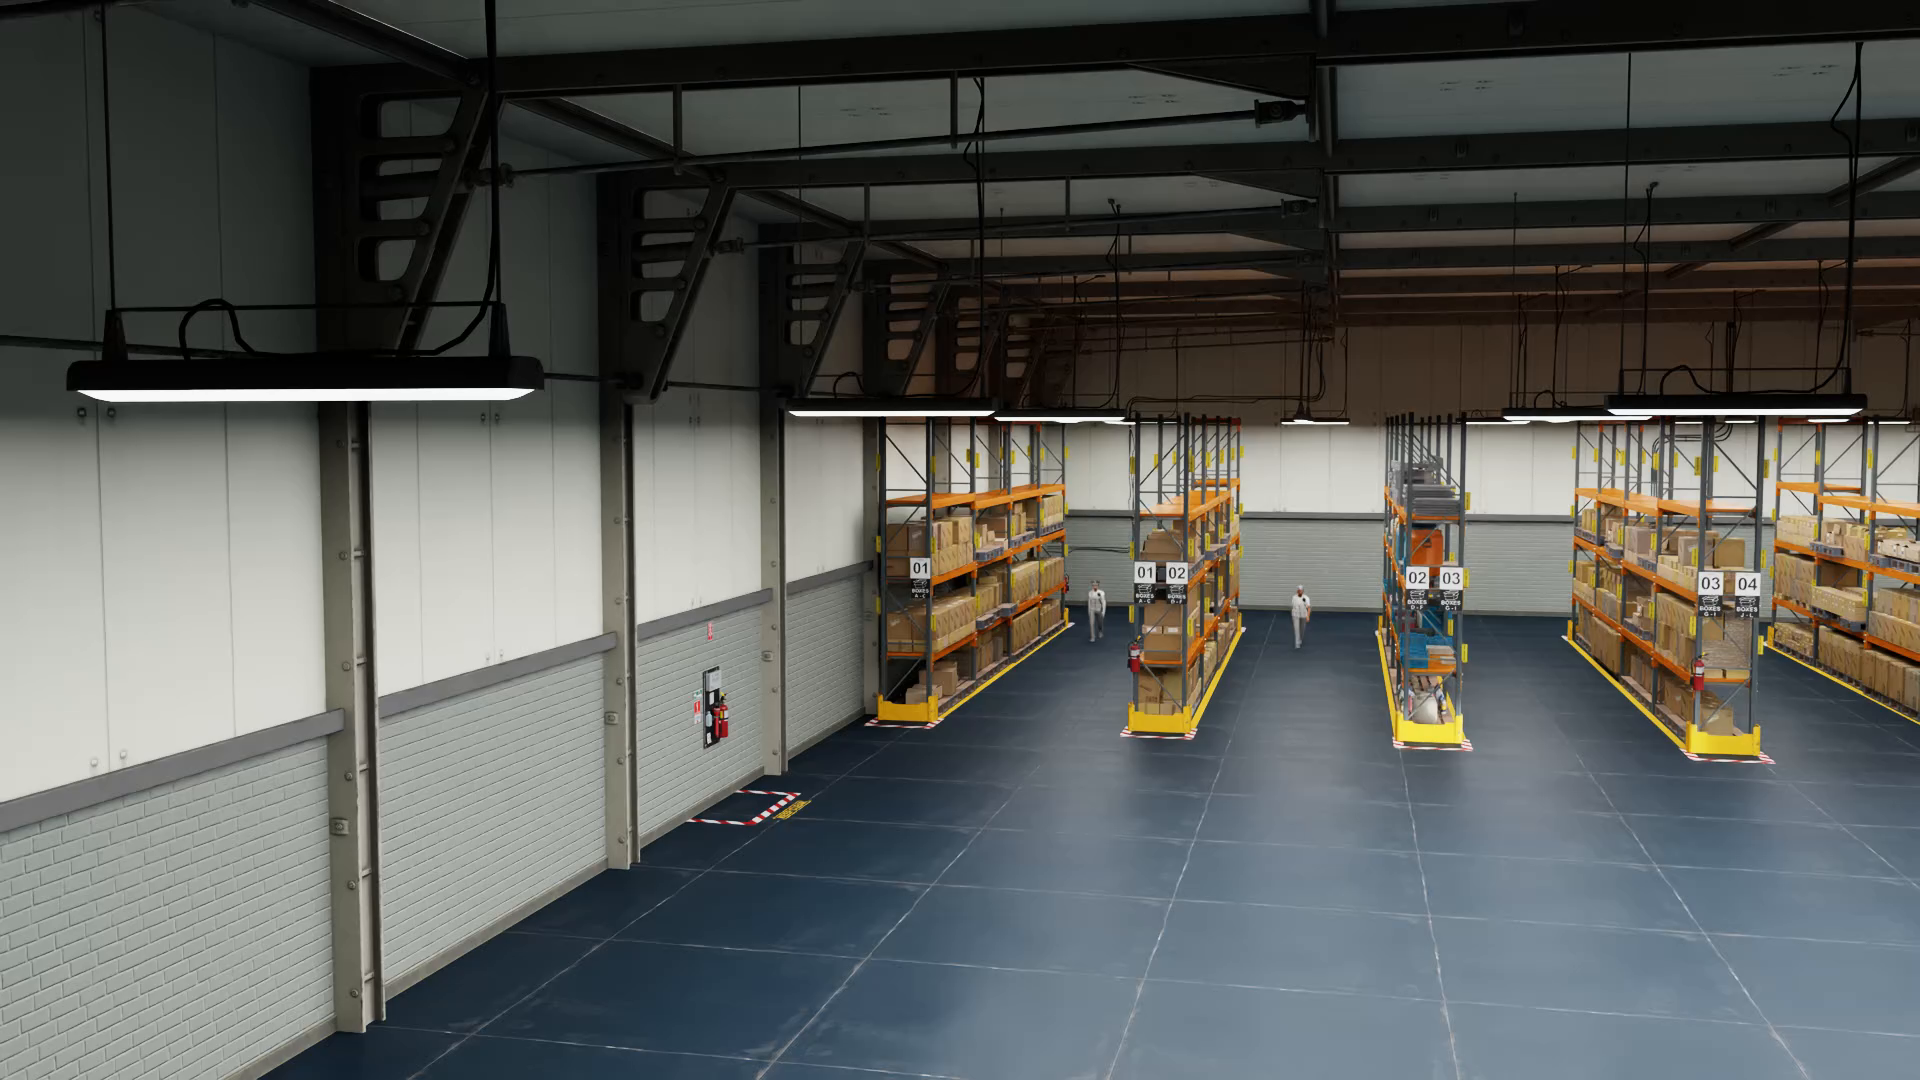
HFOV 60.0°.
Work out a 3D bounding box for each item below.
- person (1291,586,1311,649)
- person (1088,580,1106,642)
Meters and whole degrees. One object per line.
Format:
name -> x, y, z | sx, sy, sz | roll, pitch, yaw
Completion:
person -> 8.864, 1.984, 43.234 | 0.478, 1.597, 1.063 | 0, 4, 2
person -> 3.674, 1.876, 44.550 | 0.488, 1.636, 0.871 | 1, 4, 10
